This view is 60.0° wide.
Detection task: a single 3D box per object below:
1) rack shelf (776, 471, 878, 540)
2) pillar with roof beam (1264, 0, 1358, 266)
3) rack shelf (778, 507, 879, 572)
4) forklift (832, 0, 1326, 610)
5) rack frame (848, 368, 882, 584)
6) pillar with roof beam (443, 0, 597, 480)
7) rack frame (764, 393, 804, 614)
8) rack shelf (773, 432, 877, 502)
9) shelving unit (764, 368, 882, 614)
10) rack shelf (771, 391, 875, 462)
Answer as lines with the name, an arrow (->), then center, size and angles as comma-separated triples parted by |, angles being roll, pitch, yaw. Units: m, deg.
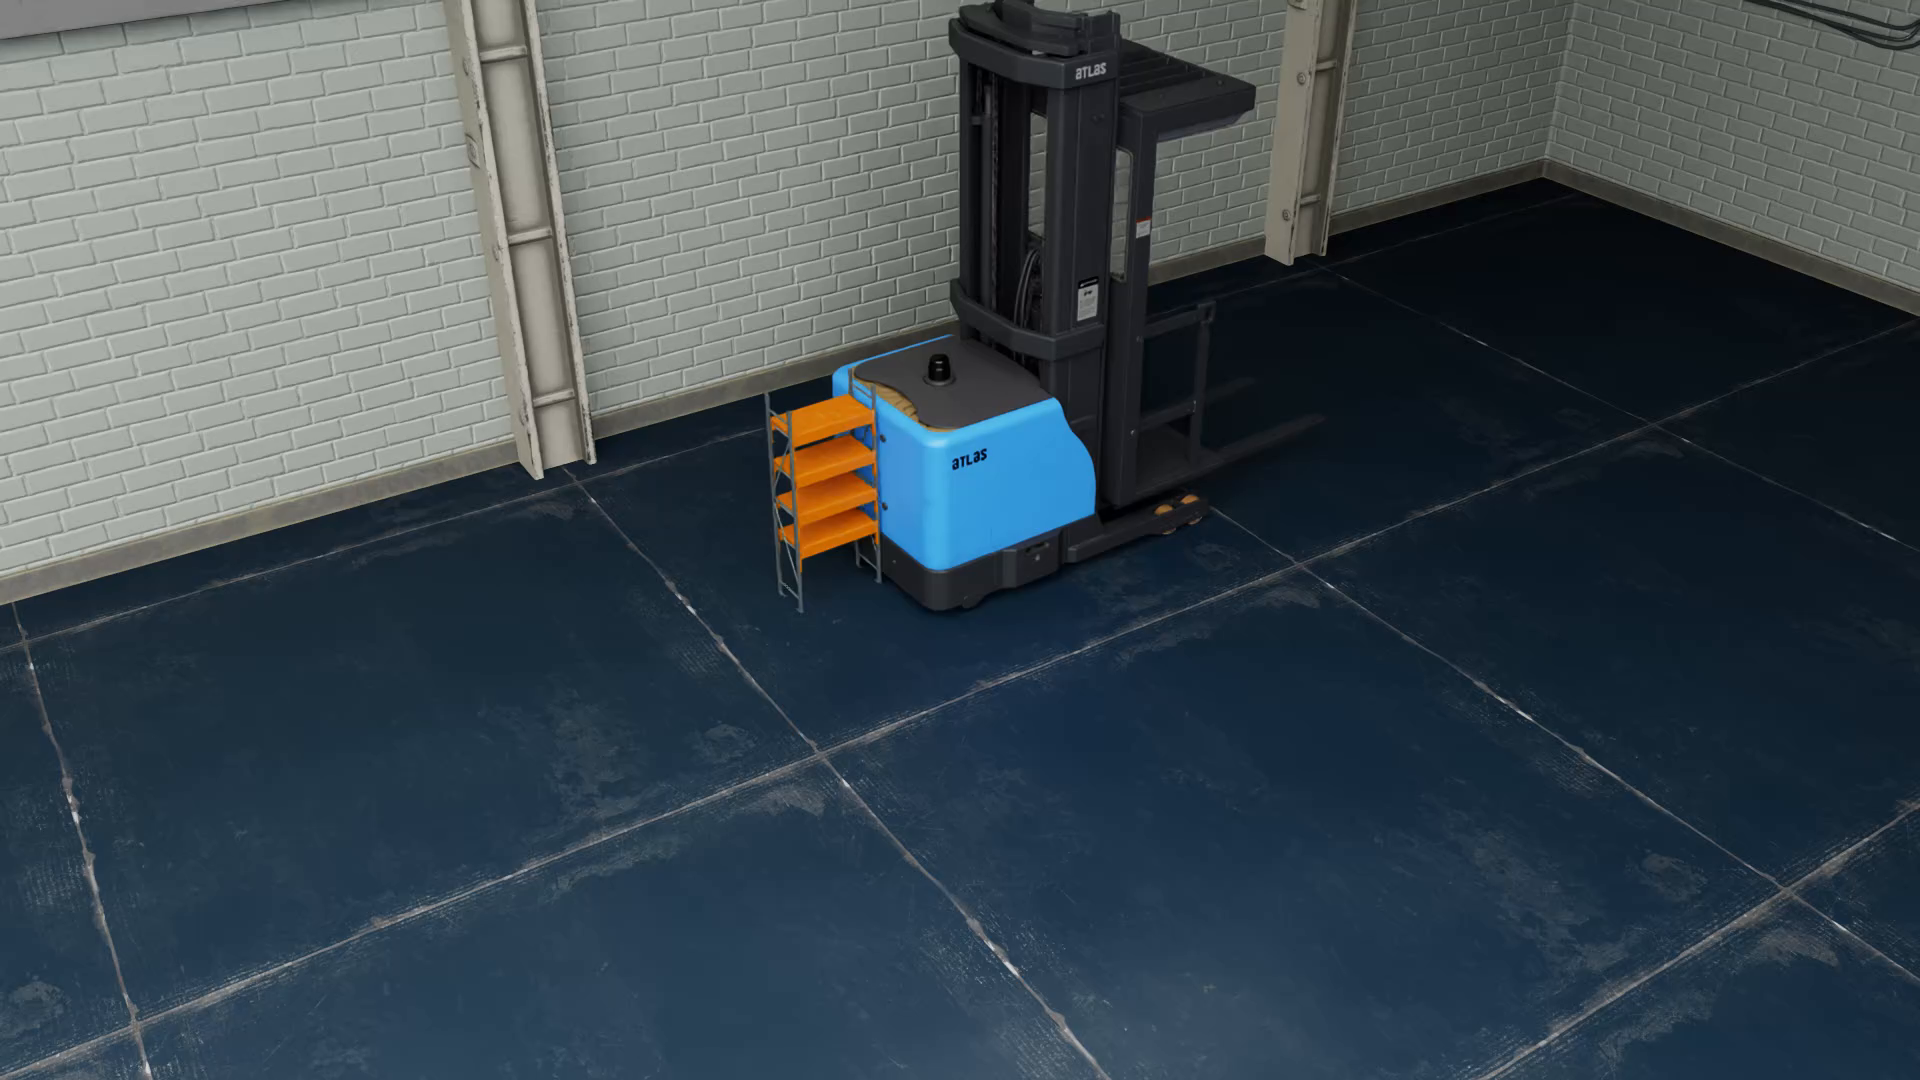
rack shelf -> -0.700, -0.190, 8.674 | 0.480, 0.148, 0.258 | -21, 38, -29
pillar with roof beam -> 4.921, -4.095, 7.428 | 0.400, 9.000, 9.100 | -19, 37, -27
rack shelf -> -0.700, -0.022, 8.780 | 0.480, 0.148, 0.258 | -21, 38, -29
forklift -> 0.807, -1.481, 8.973 | 3.031, 2.935, 1.130 | -21, 38, -29
rack frame -> -0.500, -0.322, 8.757 | 0.015, 1.200, 0.240 | -21, 38, -29
pillar with roof beam -> -0.122, -2.360, 4.679 | 0.400, 9.000, 9.100 | -19, 37, -27
rack frame -> -0.899, -0.172, 8.520 | 0.015, 1.200, 0.240 | -21, 38, -29
rack shelf -> -0.700, -0.379, 8.555 | 0.480, 0.148, 0.258 | -21, 38, -29
shelving unit -> -0.700, -0.247, 8.638 | 0.503, 1.200, 0.258 | -21, 38, -29
rack shelf -> -0.700, -0.579, 8.429 | 0.480, 0.148, 0.258 | -21, 38, -29
